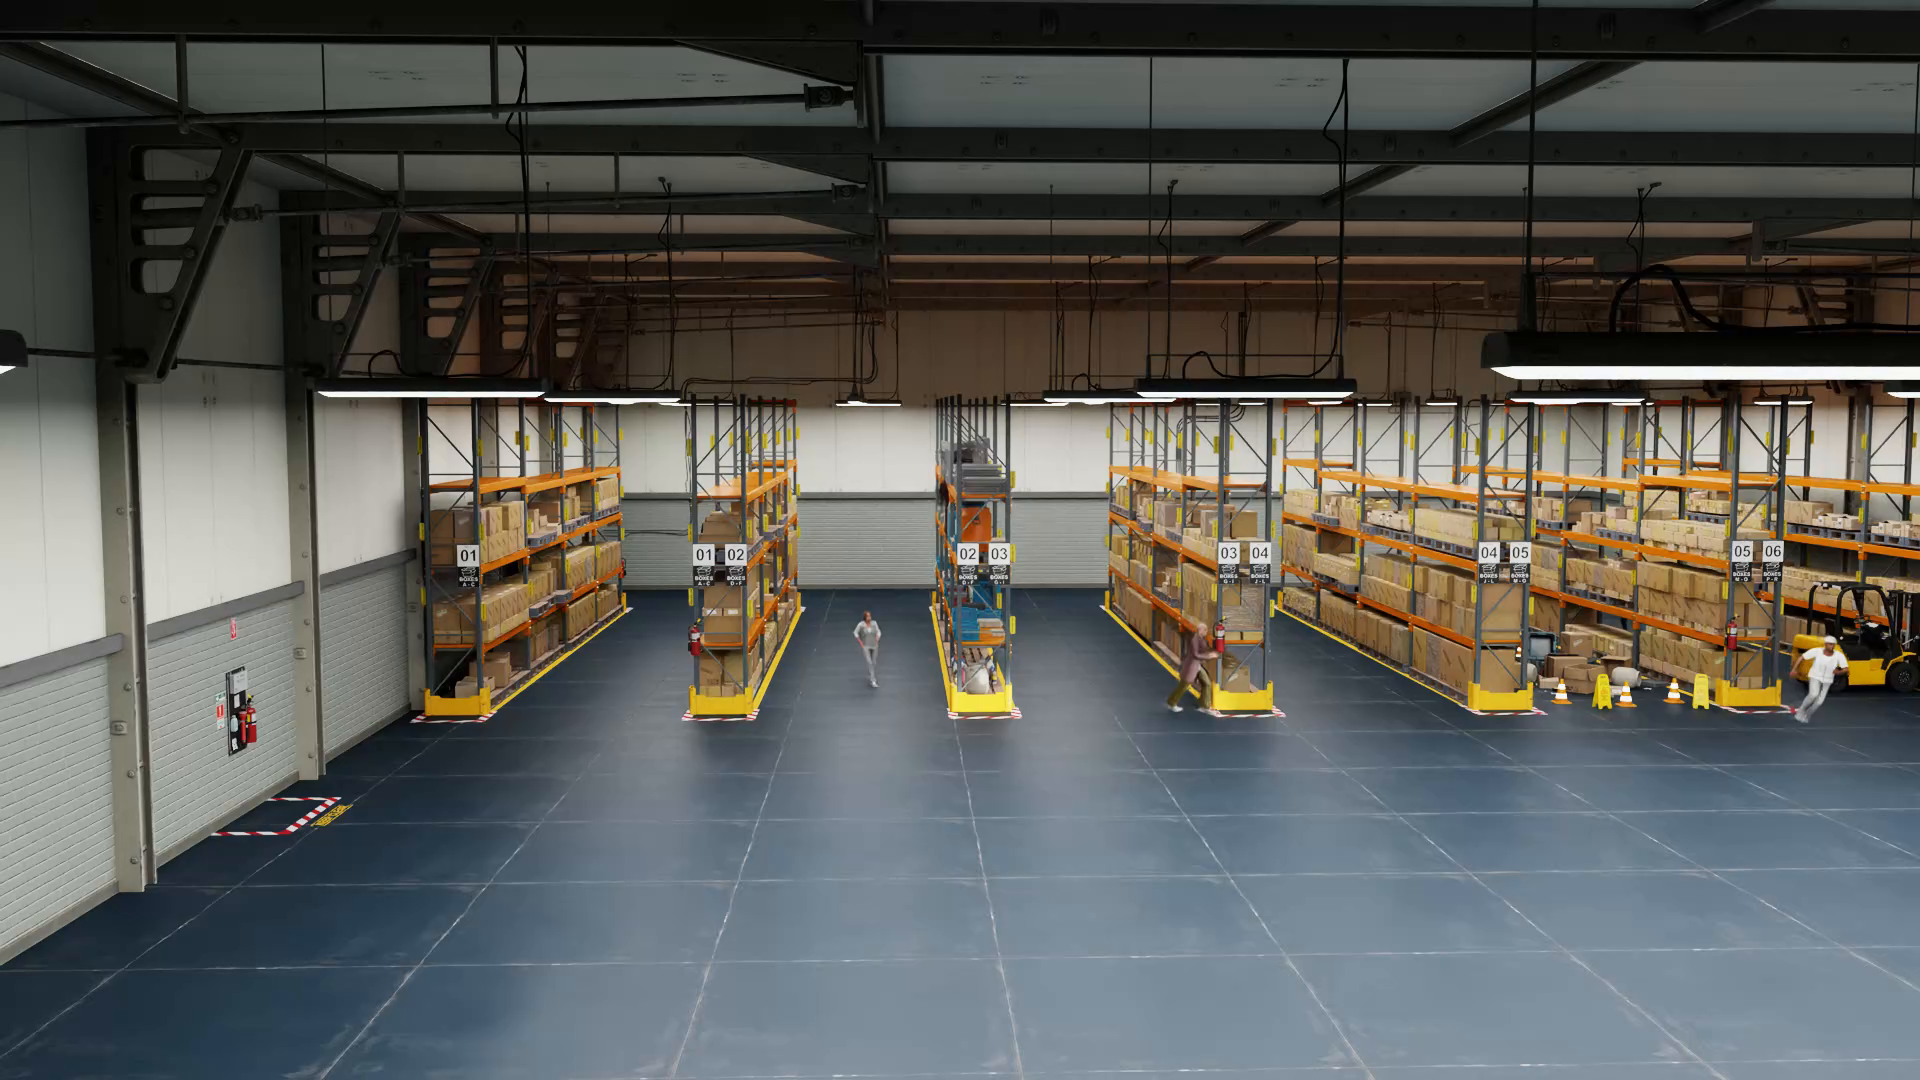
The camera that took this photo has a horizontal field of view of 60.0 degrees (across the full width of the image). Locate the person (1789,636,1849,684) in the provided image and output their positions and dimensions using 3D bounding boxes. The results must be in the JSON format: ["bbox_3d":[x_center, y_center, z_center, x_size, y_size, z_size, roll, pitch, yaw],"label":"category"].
[{"bbox_3d":[15.603,2.172,30.116,0.890,0.885,0.631,0,5,6],"label":"person"}]

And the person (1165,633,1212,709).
[{"bbox_3d":[4.289,2.431,31.033,0.906,1.433,0.689,2,5,28],"label":"person"}]

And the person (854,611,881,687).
[{"bbox_3d":[-1.912,2.224,34.380,0.561,1.567,0.765,-1,5,-8],"label":"person"}]
